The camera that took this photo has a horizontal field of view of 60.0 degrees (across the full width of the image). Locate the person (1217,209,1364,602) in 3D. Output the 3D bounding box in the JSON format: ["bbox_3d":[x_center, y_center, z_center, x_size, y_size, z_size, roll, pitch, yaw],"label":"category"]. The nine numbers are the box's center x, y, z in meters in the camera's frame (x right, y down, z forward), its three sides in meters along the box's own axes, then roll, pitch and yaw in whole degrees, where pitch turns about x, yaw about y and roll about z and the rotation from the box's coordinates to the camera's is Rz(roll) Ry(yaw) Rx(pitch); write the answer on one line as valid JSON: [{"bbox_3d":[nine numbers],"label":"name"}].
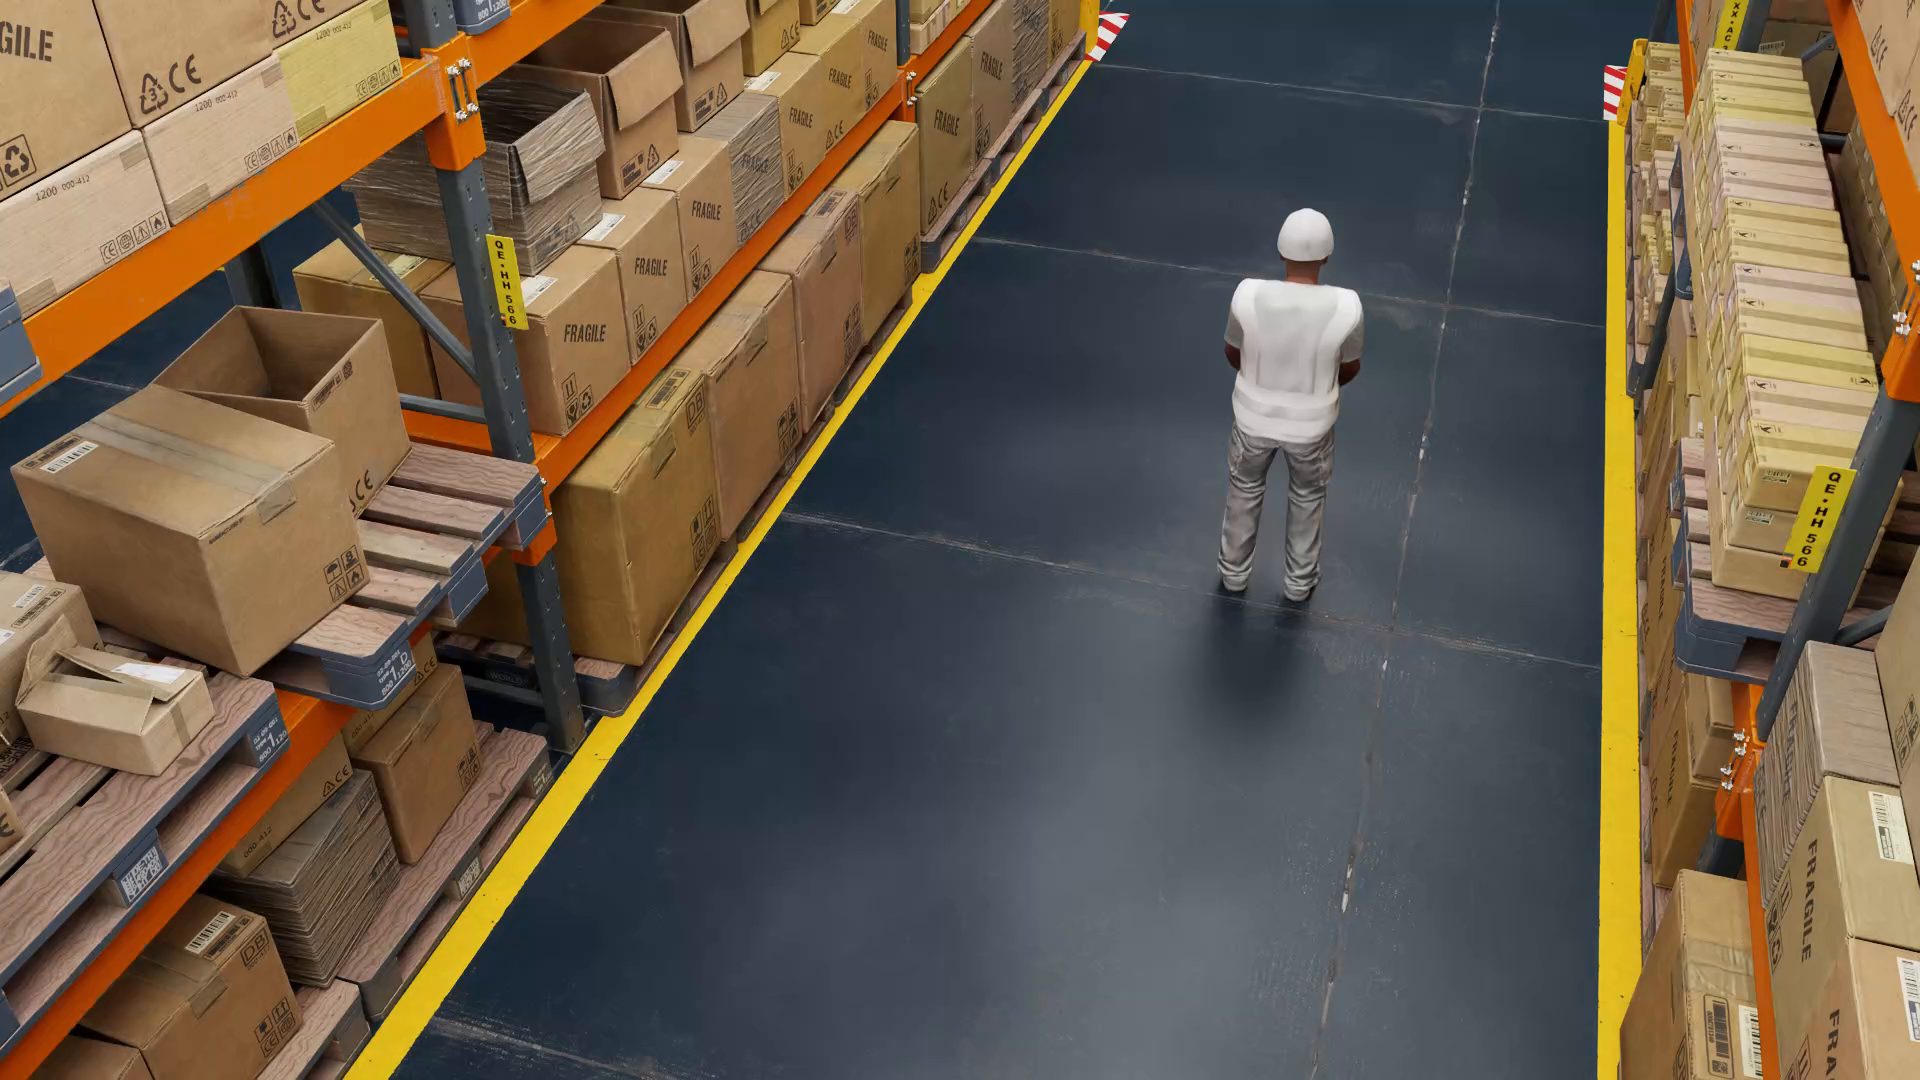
[{"bbox_3d":[1.346,-0.554,6.872,0.549,1.788,0.496,10,38,13],"label":"person"}]
